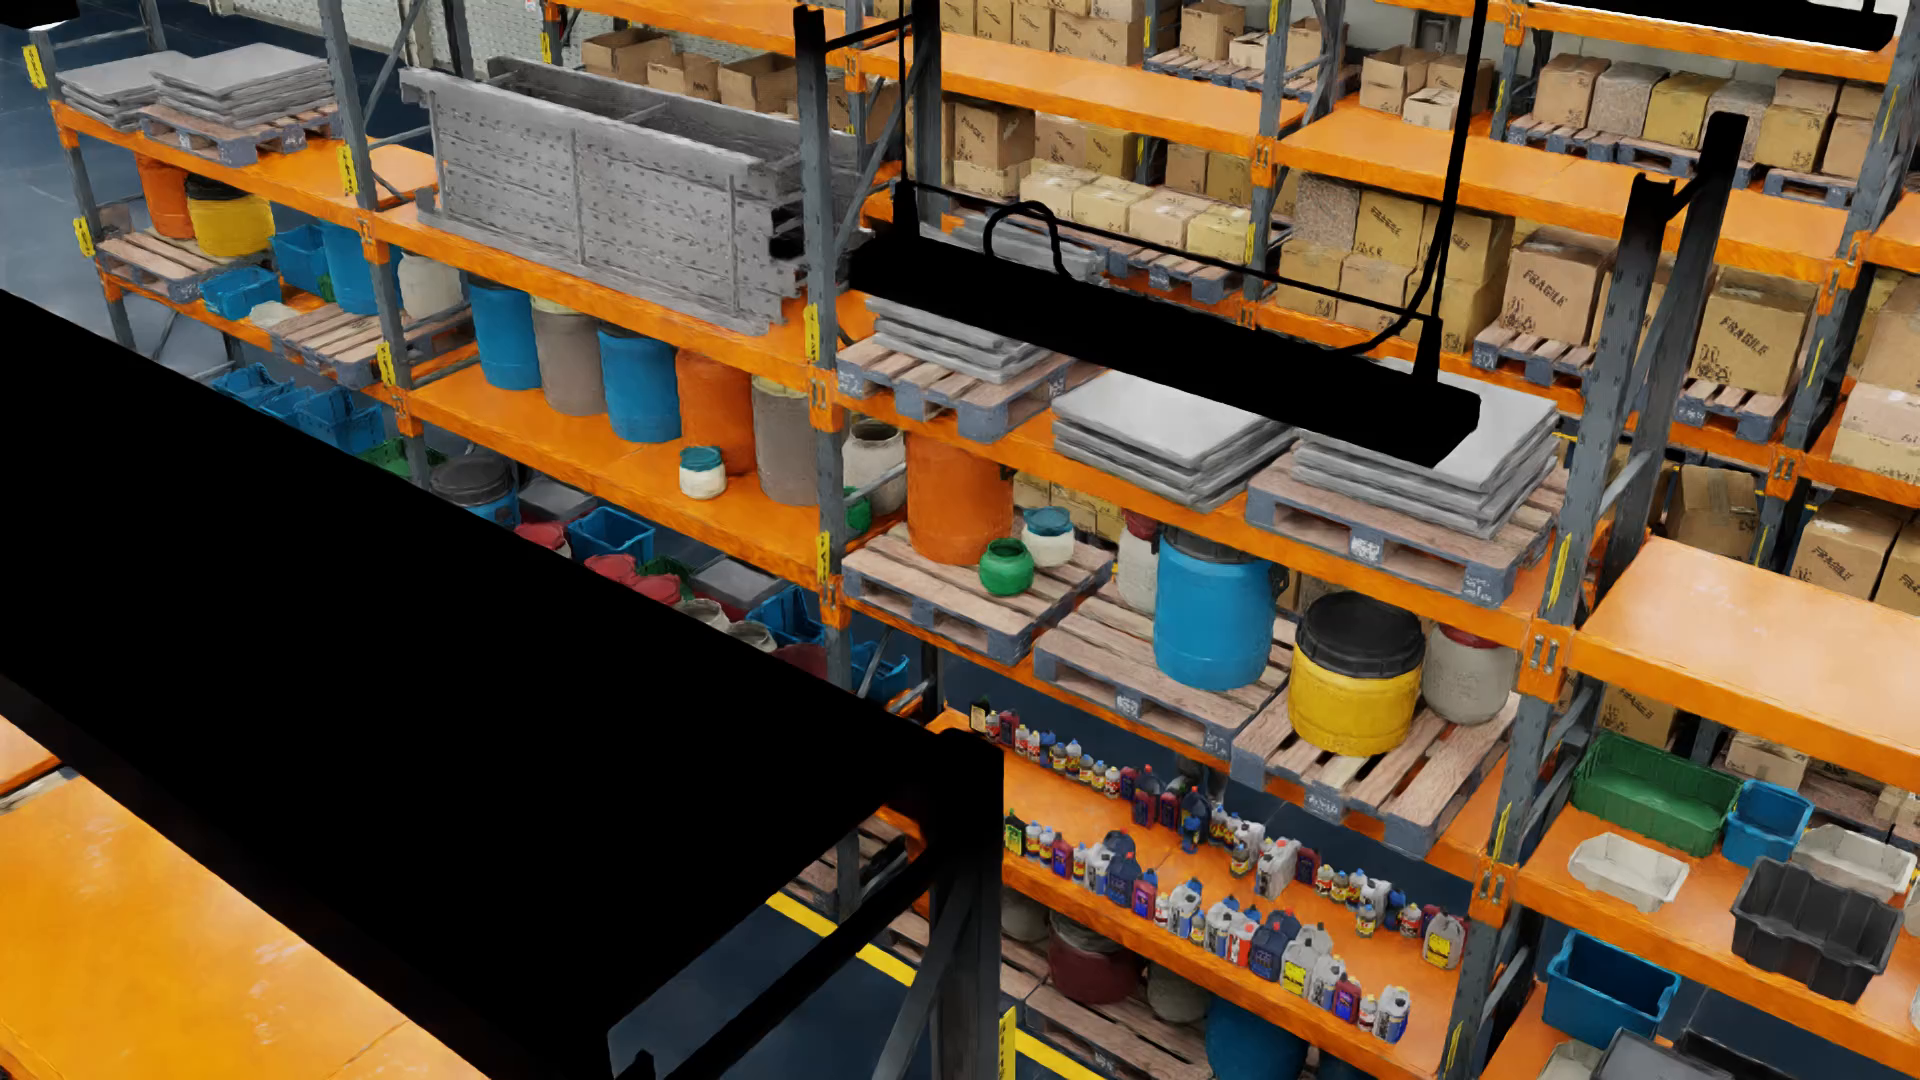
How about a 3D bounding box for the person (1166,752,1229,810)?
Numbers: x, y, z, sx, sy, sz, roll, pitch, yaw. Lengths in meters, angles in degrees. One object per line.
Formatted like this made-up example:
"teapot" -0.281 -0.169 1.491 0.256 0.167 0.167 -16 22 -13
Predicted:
"person" 1.779 1.202 11.617 0.606 1.762 0.456 4 32 7
